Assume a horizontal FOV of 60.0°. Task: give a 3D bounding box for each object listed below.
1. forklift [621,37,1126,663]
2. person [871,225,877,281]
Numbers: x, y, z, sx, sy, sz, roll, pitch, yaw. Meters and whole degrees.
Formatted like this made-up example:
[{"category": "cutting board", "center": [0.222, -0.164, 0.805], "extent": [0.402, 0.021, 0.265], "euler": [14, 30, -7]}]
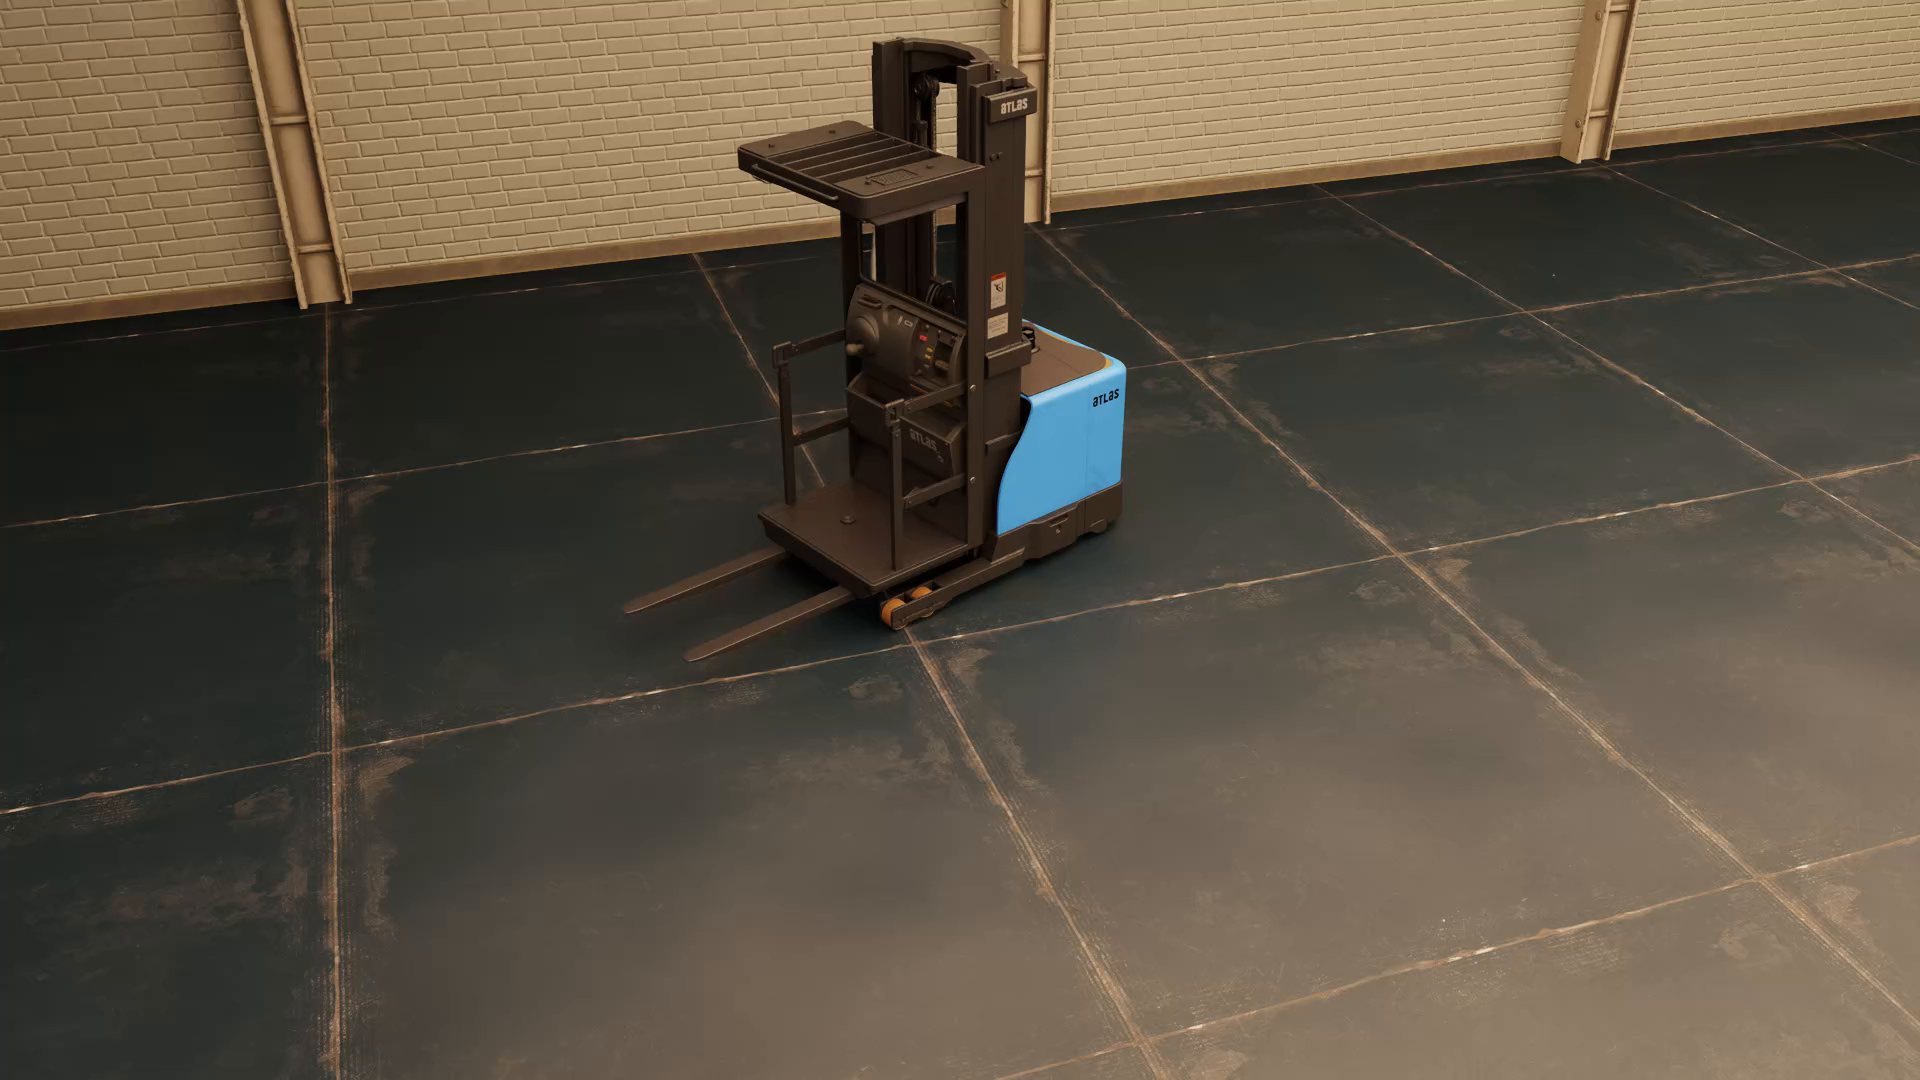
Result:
[{"category": "forklift", "center": [-0.461, -1.072, 8.951], "extent": [3.031, 2.935, 1.130], "euler": [-23, 37, -34]}, {"category": "person", "center": [-0.402, -1.841, 11.470], "extent": [0.417, 1.753, 0.821], "euler": [-2, 30, -4]}]
